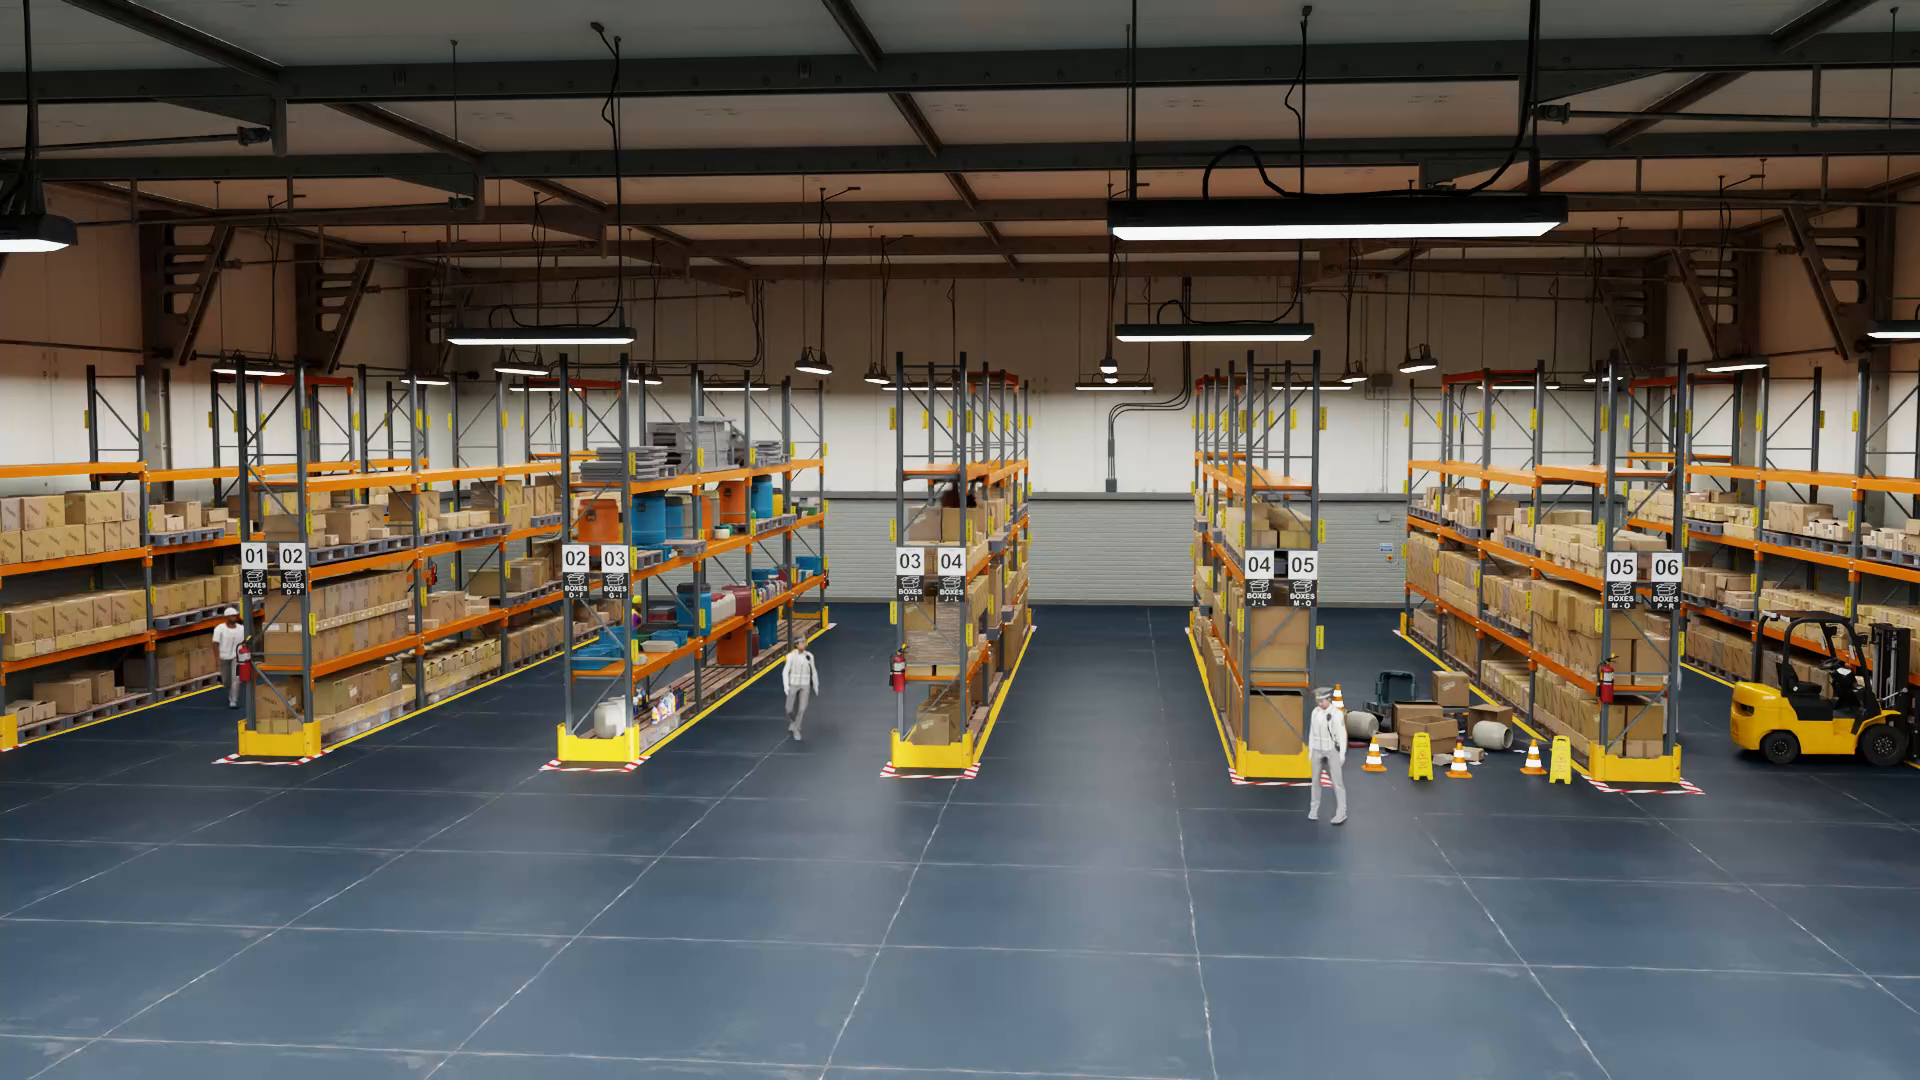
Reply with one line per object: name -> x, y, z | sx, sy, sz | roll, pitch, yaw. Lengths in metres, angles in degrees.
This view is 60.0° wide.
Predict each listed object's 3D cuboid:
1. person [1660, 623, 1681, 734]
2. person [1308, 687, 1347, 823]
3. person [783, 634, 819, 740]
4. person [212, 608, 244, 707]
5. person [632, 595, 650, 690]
person -> 11.398, 2.216, 26.795 | 0.460, 1.783, 0.652 | 3, 5, 32
person -> 4.607, 2.682, 20.919 | 0.545, 1.668, 0.380 | 4, 6, 44
person -> -2.530, 2.318, 26.423 | 0.584, 1.671, 0.614 | -1, 4, -9
person -> -12.850, 2.056, 29.293 | 0.516, 1.728, 0.926 | -1, 4, -10
person -> -5.970, 1.910, 30.941 | 0.418, 1.769, 0.633 | 0, 4, -1
